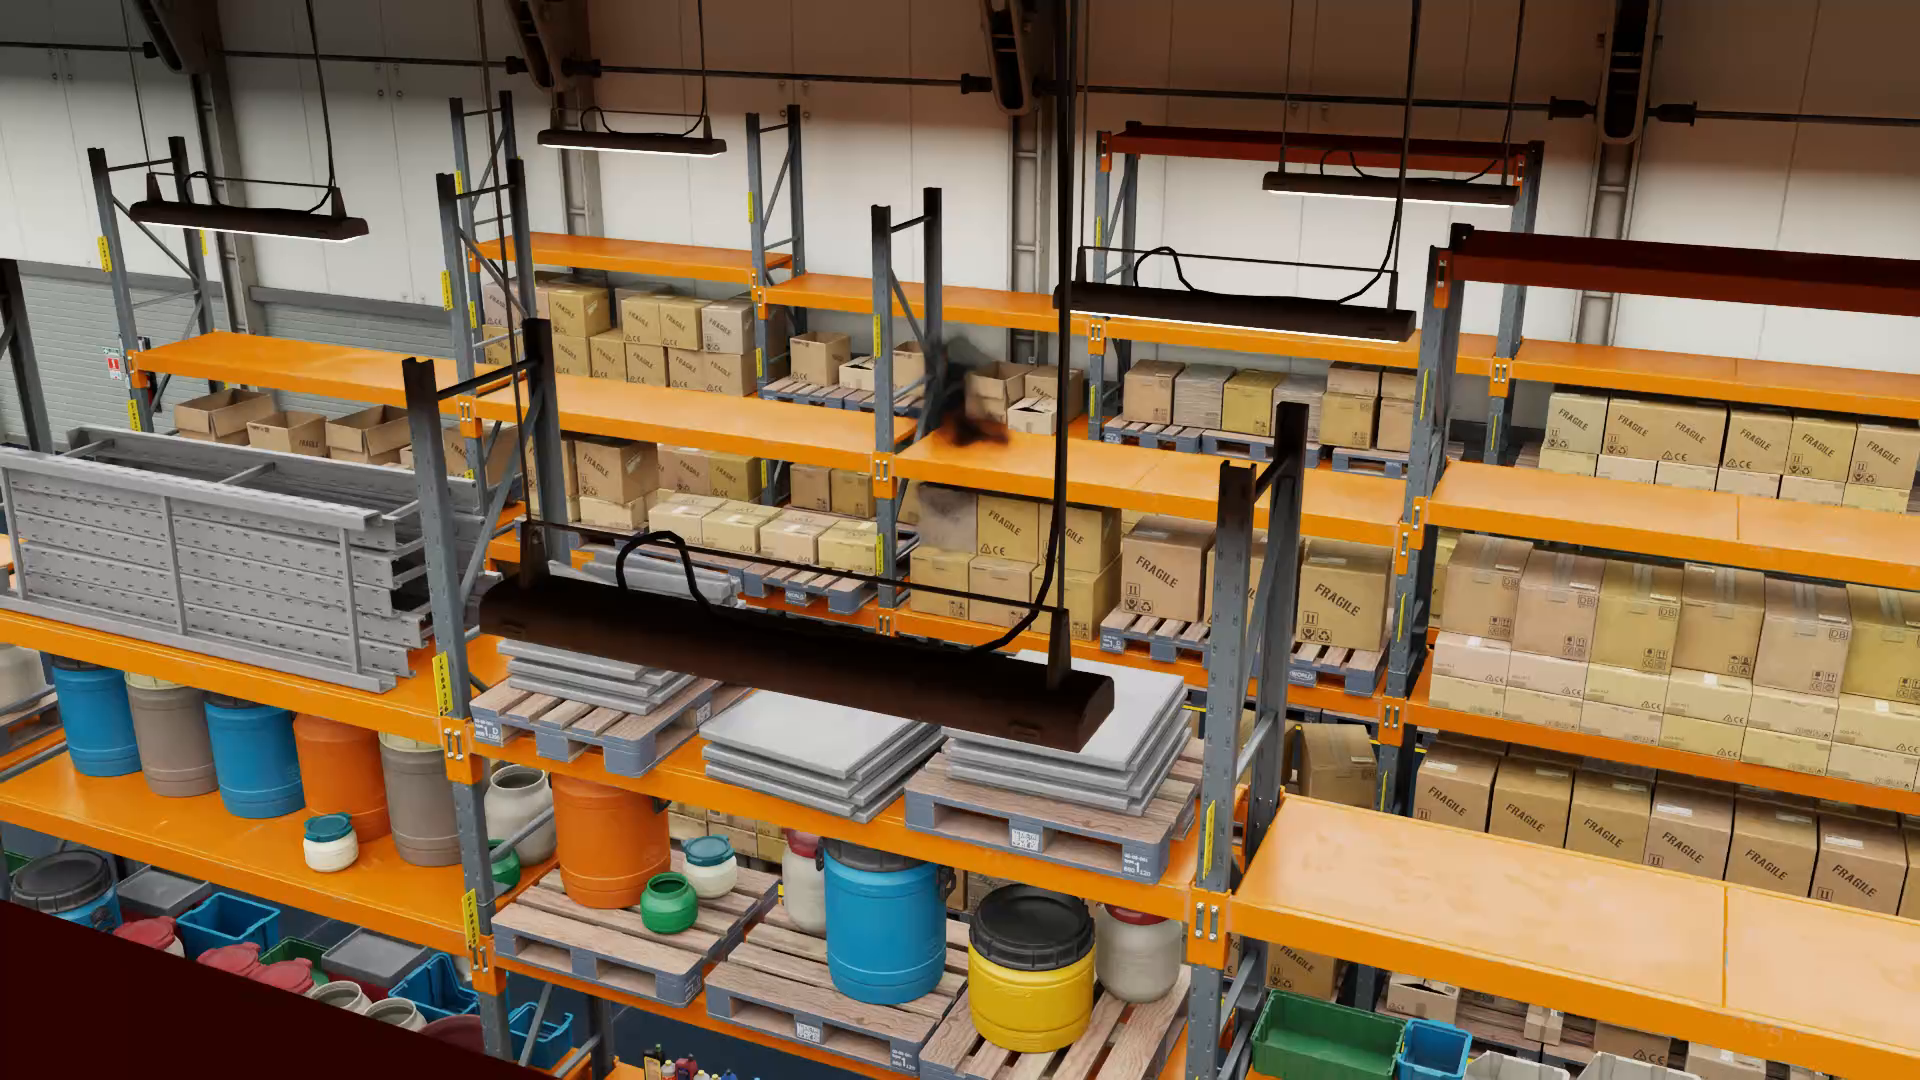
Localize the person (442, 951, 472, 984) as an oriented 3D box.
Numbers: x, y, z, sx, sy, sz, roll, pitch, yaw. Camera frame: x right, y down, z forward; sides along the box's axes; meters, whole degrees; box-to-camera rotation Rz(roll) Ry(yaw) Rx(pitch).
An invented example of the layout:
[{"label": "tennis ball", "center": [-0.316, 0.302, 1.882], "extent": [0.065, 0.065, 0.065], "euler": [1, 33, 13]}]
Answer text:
[{"label": "person", "center": [-4.118, 2.691, 12.596], "extent": [0.791, 1.736, 0.554], "euler": [7, 22, 17]}]
